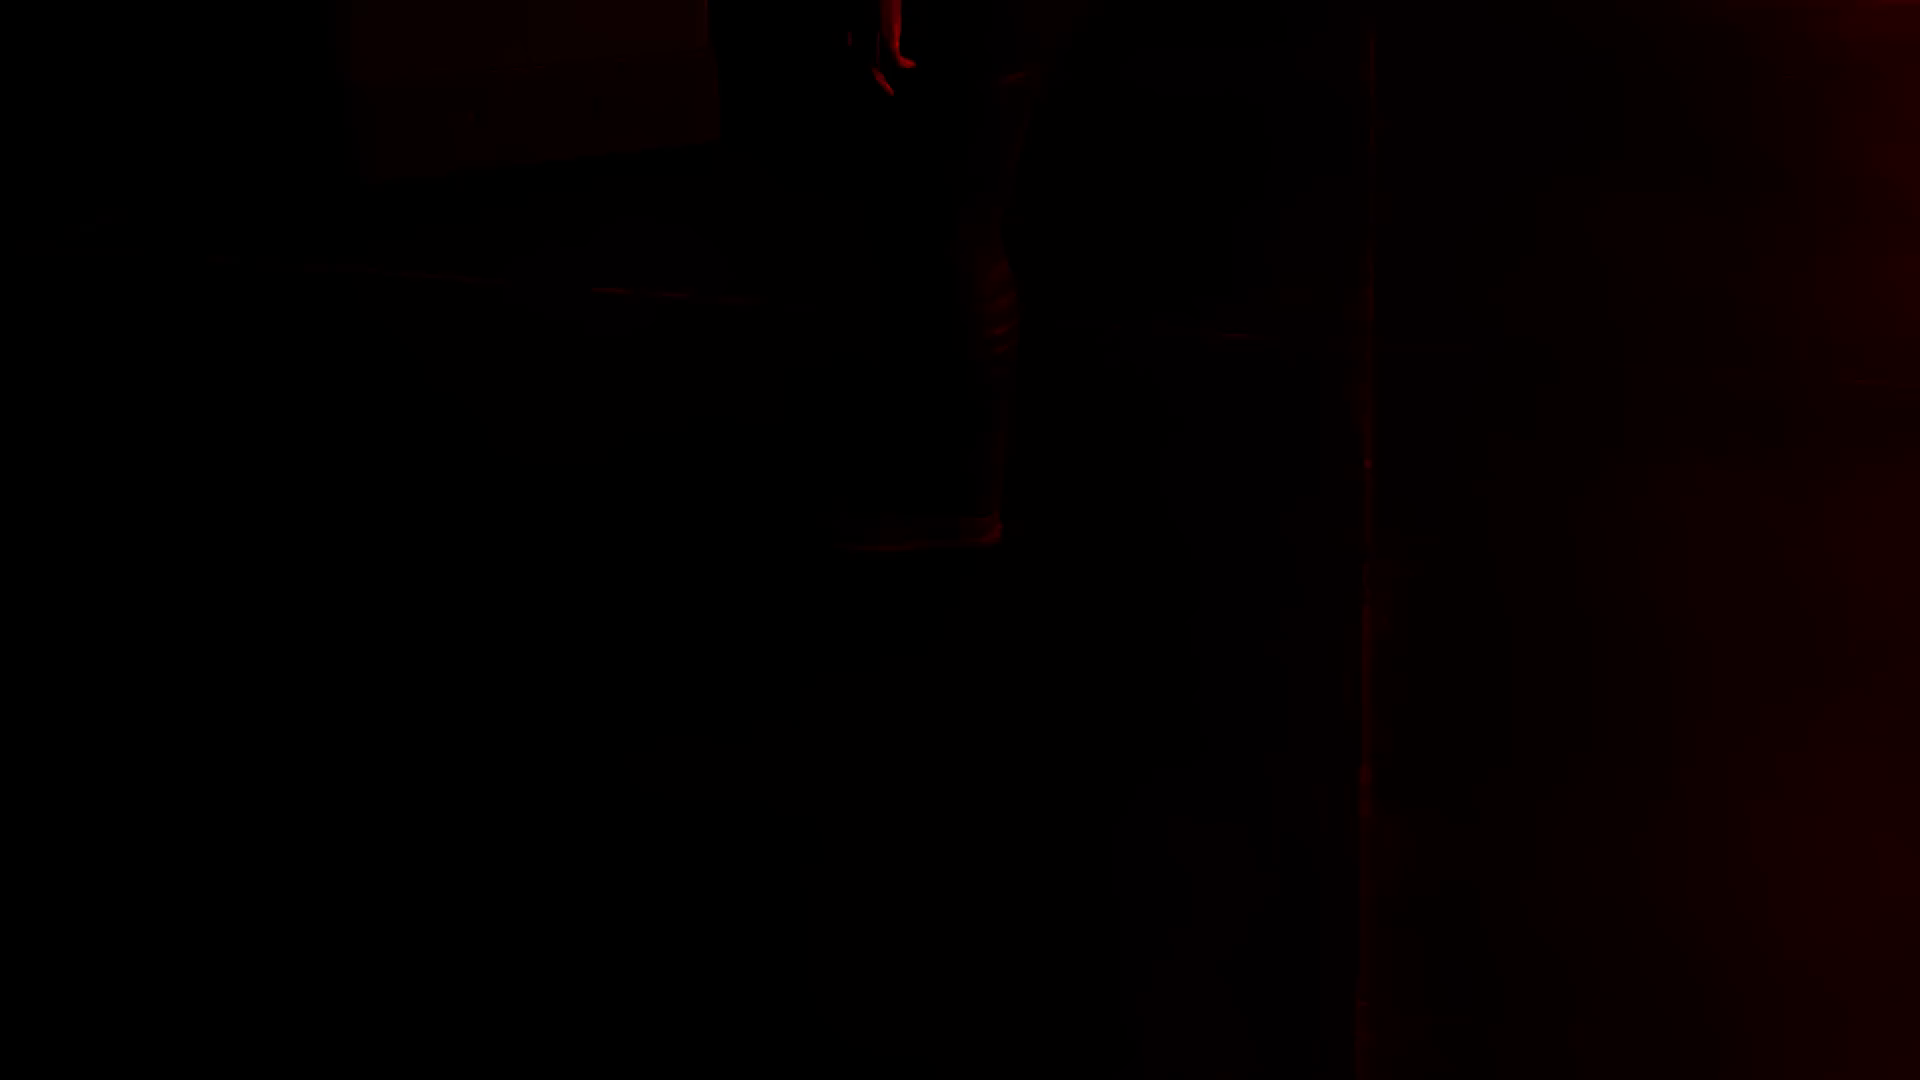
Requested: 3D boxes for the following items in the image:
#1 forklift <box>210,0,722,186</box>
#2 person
[{"bbox_3d":[-1.796,-2.810,4.816,1.130,2.935,3.031,-14,30,-25],"label":"forklift"},{"bbox_3d":[-0.083,-0.753,2.168,0.501,1.633,0.598,6,27,11],"label":"person"}]
